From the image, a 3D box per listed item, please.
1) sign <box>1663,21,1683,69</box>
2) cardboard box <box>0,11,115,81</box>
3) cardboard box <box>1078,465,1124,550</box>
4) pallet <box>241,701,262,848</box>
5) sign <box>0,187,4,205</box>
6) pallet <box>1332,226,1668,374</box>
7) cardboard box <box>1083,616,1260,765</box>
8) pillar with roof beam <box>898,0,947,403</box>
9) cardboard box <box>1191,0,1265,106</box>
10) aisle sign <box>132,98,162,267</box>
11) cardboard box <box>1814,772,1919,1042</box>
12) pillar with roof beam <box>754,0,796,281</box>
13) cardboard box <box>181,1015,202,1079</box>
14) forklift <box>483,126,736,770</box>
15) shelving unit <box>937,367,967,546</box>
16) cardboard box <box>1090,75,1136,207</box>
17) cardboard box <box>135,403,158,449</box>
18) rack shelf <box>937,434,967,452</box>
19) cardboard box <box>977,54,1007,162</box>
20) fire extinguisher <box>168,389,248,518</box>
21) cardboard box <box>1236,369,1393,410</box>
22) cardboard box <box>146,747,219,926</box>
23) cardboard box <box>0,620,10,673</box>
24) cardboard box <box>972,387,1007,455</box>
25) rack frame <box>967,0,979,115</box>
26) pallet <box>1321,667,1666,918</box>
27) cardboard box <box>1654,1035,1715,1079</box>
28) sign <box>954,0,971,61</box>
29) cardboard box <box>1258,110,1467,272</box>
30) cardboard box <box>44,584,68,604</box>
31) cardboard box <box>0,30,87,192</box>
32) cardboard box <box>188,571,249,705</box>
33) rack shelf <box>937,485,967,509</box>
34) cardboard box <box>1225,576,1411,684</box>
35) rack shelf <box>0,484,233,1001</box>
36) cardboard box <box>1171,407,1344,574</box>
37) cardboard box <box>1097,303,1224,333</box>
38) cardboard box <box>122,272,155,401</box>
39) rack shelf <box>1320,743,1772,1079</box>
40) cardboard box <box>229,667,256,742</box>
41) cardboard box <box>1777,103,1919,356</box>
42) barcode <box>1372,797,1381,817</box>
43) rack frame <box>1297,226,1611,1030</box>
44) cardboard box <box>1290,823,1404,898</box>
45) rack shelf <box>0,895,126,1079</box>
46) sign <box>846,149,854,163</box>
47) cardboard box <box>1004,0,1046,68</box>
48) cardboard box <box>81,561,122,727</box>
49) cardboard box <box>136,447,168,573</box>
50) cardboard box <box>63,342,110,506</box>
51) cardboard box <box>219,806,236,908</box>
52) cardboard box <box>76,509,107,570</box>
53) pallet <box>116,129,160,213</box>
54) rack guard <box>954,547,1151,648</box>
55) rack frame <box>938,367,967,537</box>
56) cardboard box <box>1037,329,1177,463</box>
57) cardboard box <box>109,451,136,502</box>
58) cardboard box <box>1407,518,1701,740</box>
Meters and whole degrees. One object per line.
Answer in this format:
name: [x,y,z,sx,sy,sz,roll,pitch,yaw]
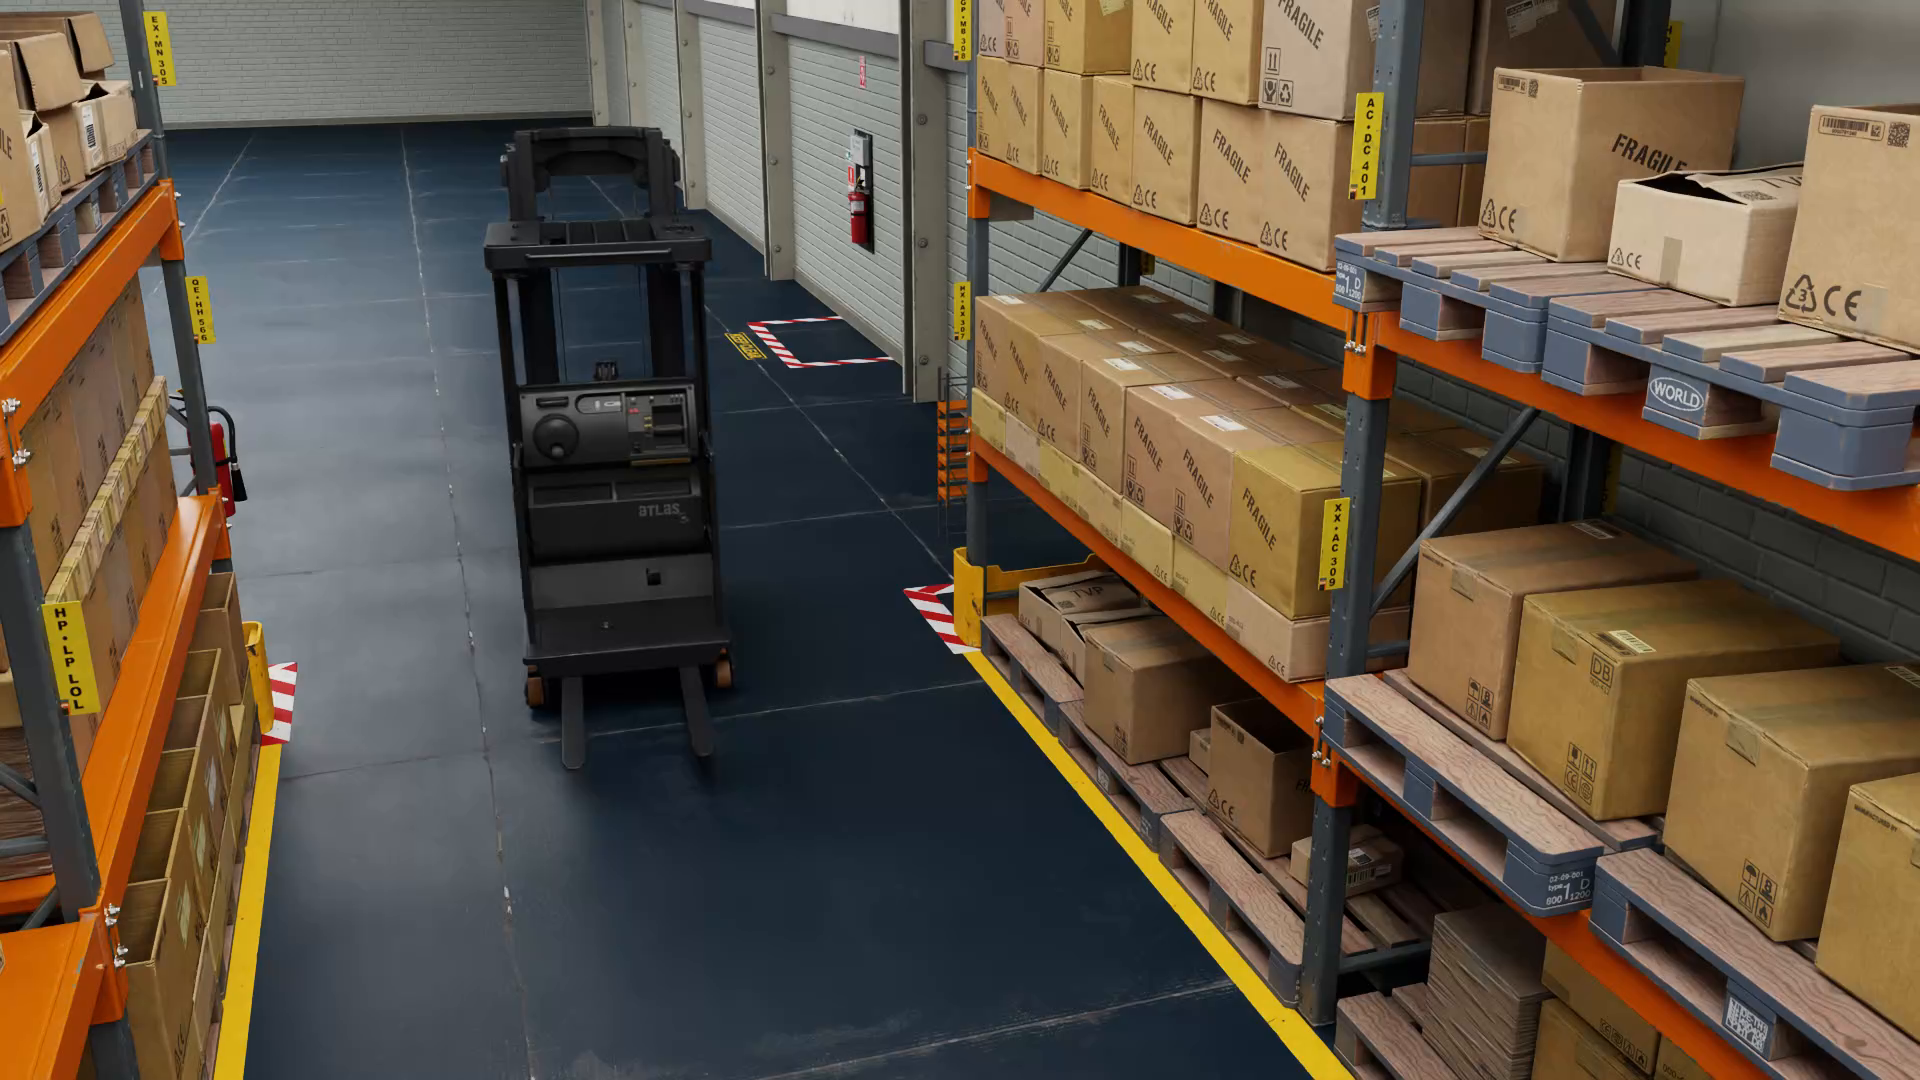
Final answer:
sign: [2.314,-1.538,5.476,0.100,0.325,0.005,-6,21,-17]
cardboard box: [-3.994,-1.933,6.941,0.797,0.503,0.637,-5,20,-13]
cardboard box: [0.871,-0.178,7.667,0.500,0.250,0.500,-6,21,-17]
pallet: [-3.890,1.160,7.876,1.003,0.211,1.213,-6,21,-17]
sign: [-2.401,-0.974,4.023,0.100,0.325,0.005,-6,21,-17]
pallet: [1.881,-0.751,4.912,1.213,0.211,1.003,-6,21,-17]
cardboard box: [1.025,0.703,8.068,0.700,0.500,0.500,-8,21,-21]
pillar with roof beam: [-4.401,-5.080,12.247,9.100,9.000,0.400,-6,21,-17]
cardboard box: [1.190,-1.884,6.130,0.500,0.500,0.500,-5,20,-14]
aisle sign: [-3.912,-1.669,7.781,0.394,0.787,0.004,-6,21,-17]
cardboard box: [2.475,0.845,3.828,0.700,0.500,0.500,-6,21,-17]
pillar with roof beam: [-6.286,-7.005,17.608,9.100,9.000,0.400,-6,21,-17]
cardboard box: [-2.771,1.805,5.399,0.500,0.250,0.500,-6,21,-17]
forklift: [-1.849,-0.622,8.811,1.130,2.935,3.031,-4,20,-12]
shelving unit: [-0.005,-0.569,11.227,0.258,1.200,0.189,-6,21,-17]
cardboard box: [0.889,-1.743,7.218,0.500,0.500,0.500,-5,20,-14]
cardboard box: [-3.706,-0.478,7.202,0.380,0.149,0.250,-7,21,-18]
rack shelf: [-0.005,-0.640,11.201,0.258,0.103,0.180,-6,21,-17]
cardboard box: [0.399,-2.255,8.644,0.500,0.500,0.500,-6,21,-16]
fire extinguisher: [-3.767,-0.444,8.331,0.296,0.674,0.183,-6,21,-17]
cardboard box: [1.528,-0.429,7.257,0.500,0.500,0.500,-6,21,-16]
cardboard box: [-3.076,1.131,6.169,0.500,0.500,0.500,-6,21,-17]
cardboard box: [-3.059,0.091,4.660,0.700,0.500,0.500,-6,21,-17]
cardboard box: [0.383,-0.670,9.036,0.500,0.250,0.500,-7,21,-19]
rack frame: [0.531,-3.745,8.530,1.000,3.000,0.127,-6,21,-17]
pallet: [1.890,0.713,5.276,1.003,0.211,1.213,-6,21,-17]
cardboard box: [2.344,1.521,4.682,0.500,0.250,0.500,-7,21,-19]
sign: [0.016,-2.686,8.728,0.100,0.325,0.005,-6,21,-17]
cardboard box: [1.394,-1.242,5.823,0.500,0.500,0.500,-6,21,-16]
cardboard box: [-2.976,0.268,5.126,0.380,0.149,0.250,-7,21,-19]
cardboard box: [-3.311,-1.376,5.391,0.797,0.503,0.637,-4,20,-11]
cardboard box: [-3.720,0.490,7.951,0.500,0.500,0.500,-6,21,-17]
rack shelf: [-0.005,-0.302,11.323,0.258,0.103,0.180,-6,21,-17]
cardboard box: [1.352,0.304,6.325,0.500,0.250,0.500,-6,21,-17]
rack shelf: [-3.542,0.587,6.410,1.077,0.370,4.000,-6,21,-17]
cardboard box: [1.184,-0.208,6.640,0.500,0.500,0.500,-7,21,-18]
cardboard box: [1.030,-0.922,8.628,0.500,0.500,0.500,-6,21,-16]
cardboard box: [-4.019,-0.883,7.371,0.700,0.500,0.500,-6,21,-17]
rack shelf: [2.417,1.343,4.305,1.077,0.370,4.000,-6,21,-17]
cardboard box: [-3.722,0.843,8.077,0.500,0.250,0.500,-6,21,-17]
cardboard box: [2.272,-0.714,3.761,0.500,0.500,0.500,-7,21,-19]
barcode: [1.806,1.159,7.214,0.001,0.075,0.075,-6,21,-17]
rack frame: [1.788,0.362,5.970,1.000,3.000,0.127,-6,21,-17]
cardboard box: [1.592,1.320,6.844,0.380,0.166,0.250,-9,22,-24]
rack shelf: [-2.285,1.870,2.836,1.077,0.370,4.000,-6,21,-17]
sign: [-1.137,-3.963,17.176,0.001,0.109,0.331,-6,21,-17]
cardboard box: [0.531,-2.544,7.968,0.500,0.500,0.500,-7,21,-18]
cardboard box: [-3.385,0.371,5.798,0.700,0.500,0.500,-6,21,-16]
cardboard box: [-3.866,-0.121,7.169,0.700,0.500,0.500,-6,21,-16]
cardboard box: [-3.532,-0.392,6.005,0.700,0.500,0.500,-6,21,-17]
cardboard box: [-3.239,1.324,6.740,0.500,0.250,0.500,-6,21,-17]
cardboard box: [-3.223,0.018,5.822,0.380,0.149,0.250,-7,21,-19]
pallet: [-3.973,-1.534,6.944,1.003,0.211,1.213,-6,21,-17]
rack guard: [0.555,0.280,9.898,1.175,0.500,0.348,-6,21,-17]
rack frame: [-0.033,-0.599,11.308,0.240,1.200,0.006,-6,21,-17]
cardboard box: [0.698,-0.702,8.015,0.500,0.500,0.500,-7,21,-19]
cardboard box: [-3.461,-0.228,6.507,0.380,0.149,0.250,-6,21,-16]
cardboard box: [1.916,0.275,5.414,0.700,0.500,0.500,-6,21,-17]
